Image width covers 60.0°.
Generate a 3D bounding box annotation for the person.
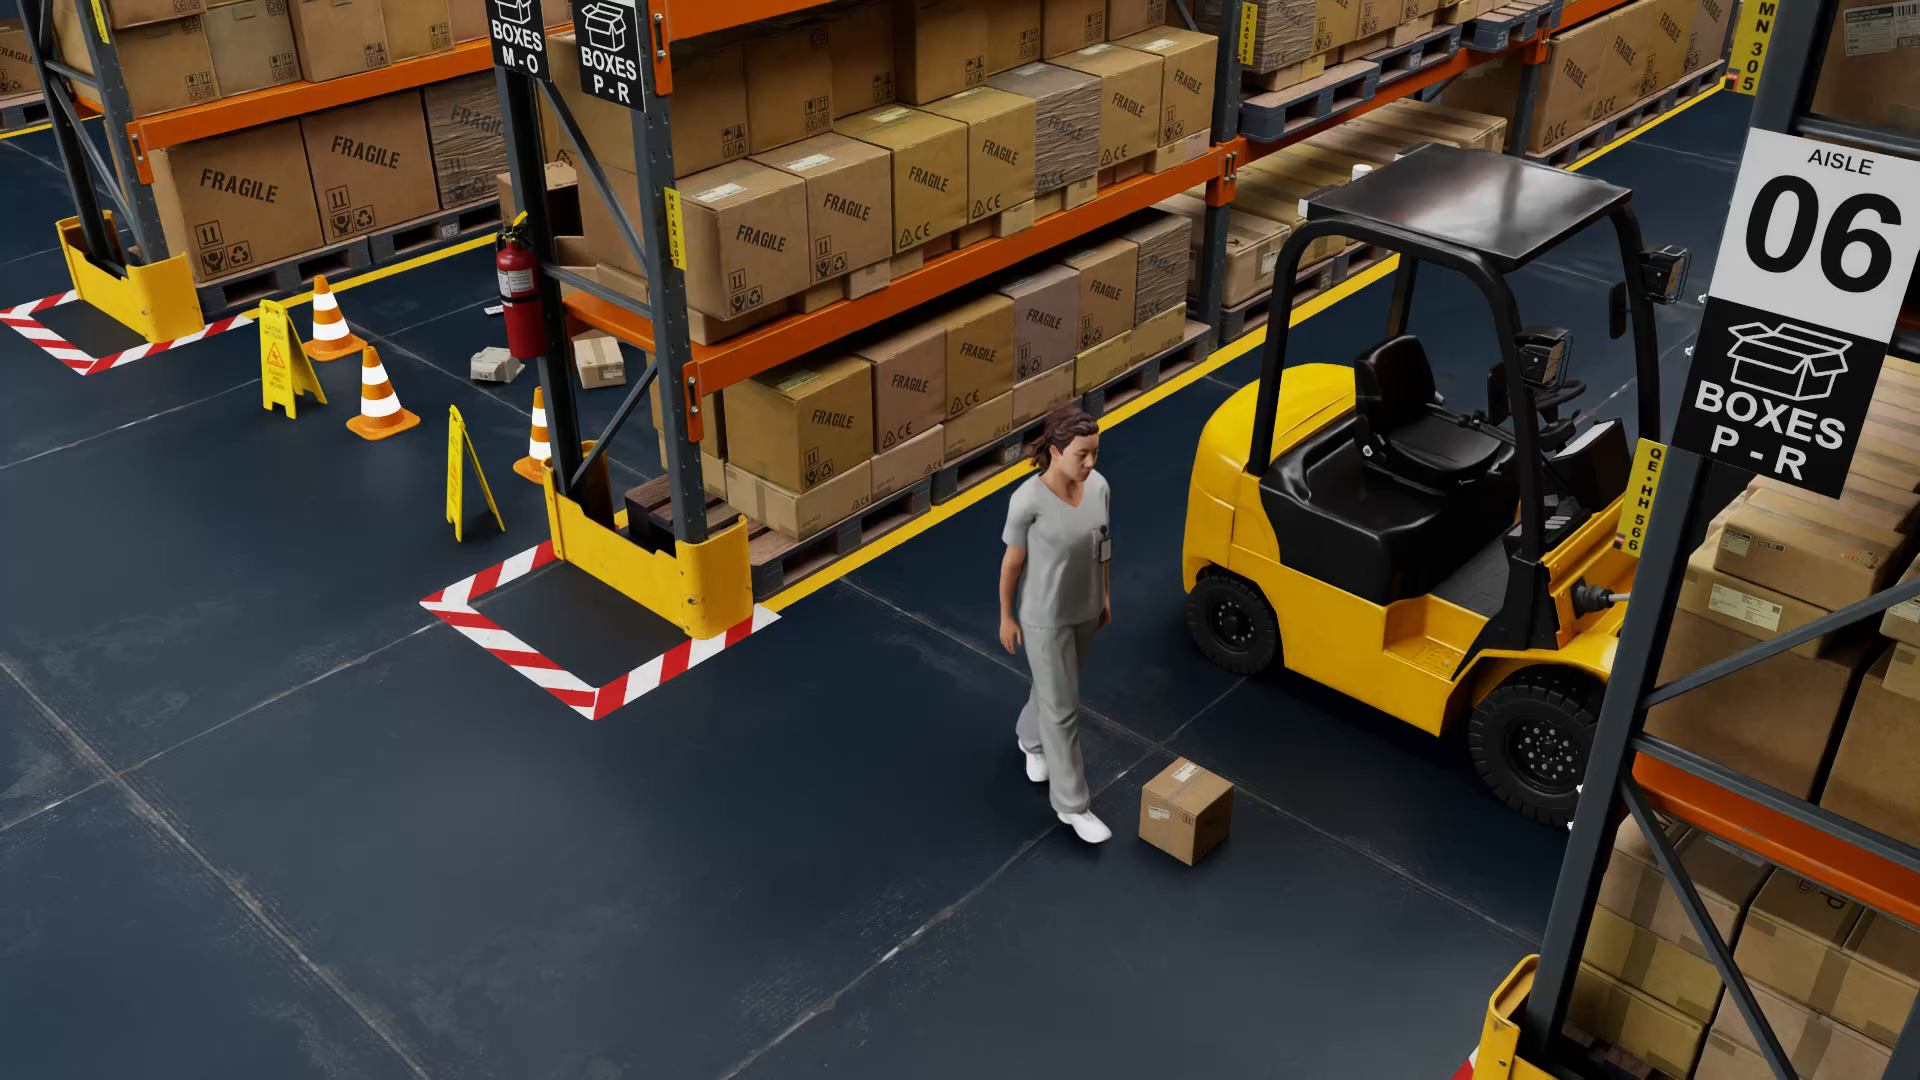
[{"bbox_3d":[0.387,0.249,6.216,0.465,1.592,0.607,-18,36,-27],"label":"person"}]
